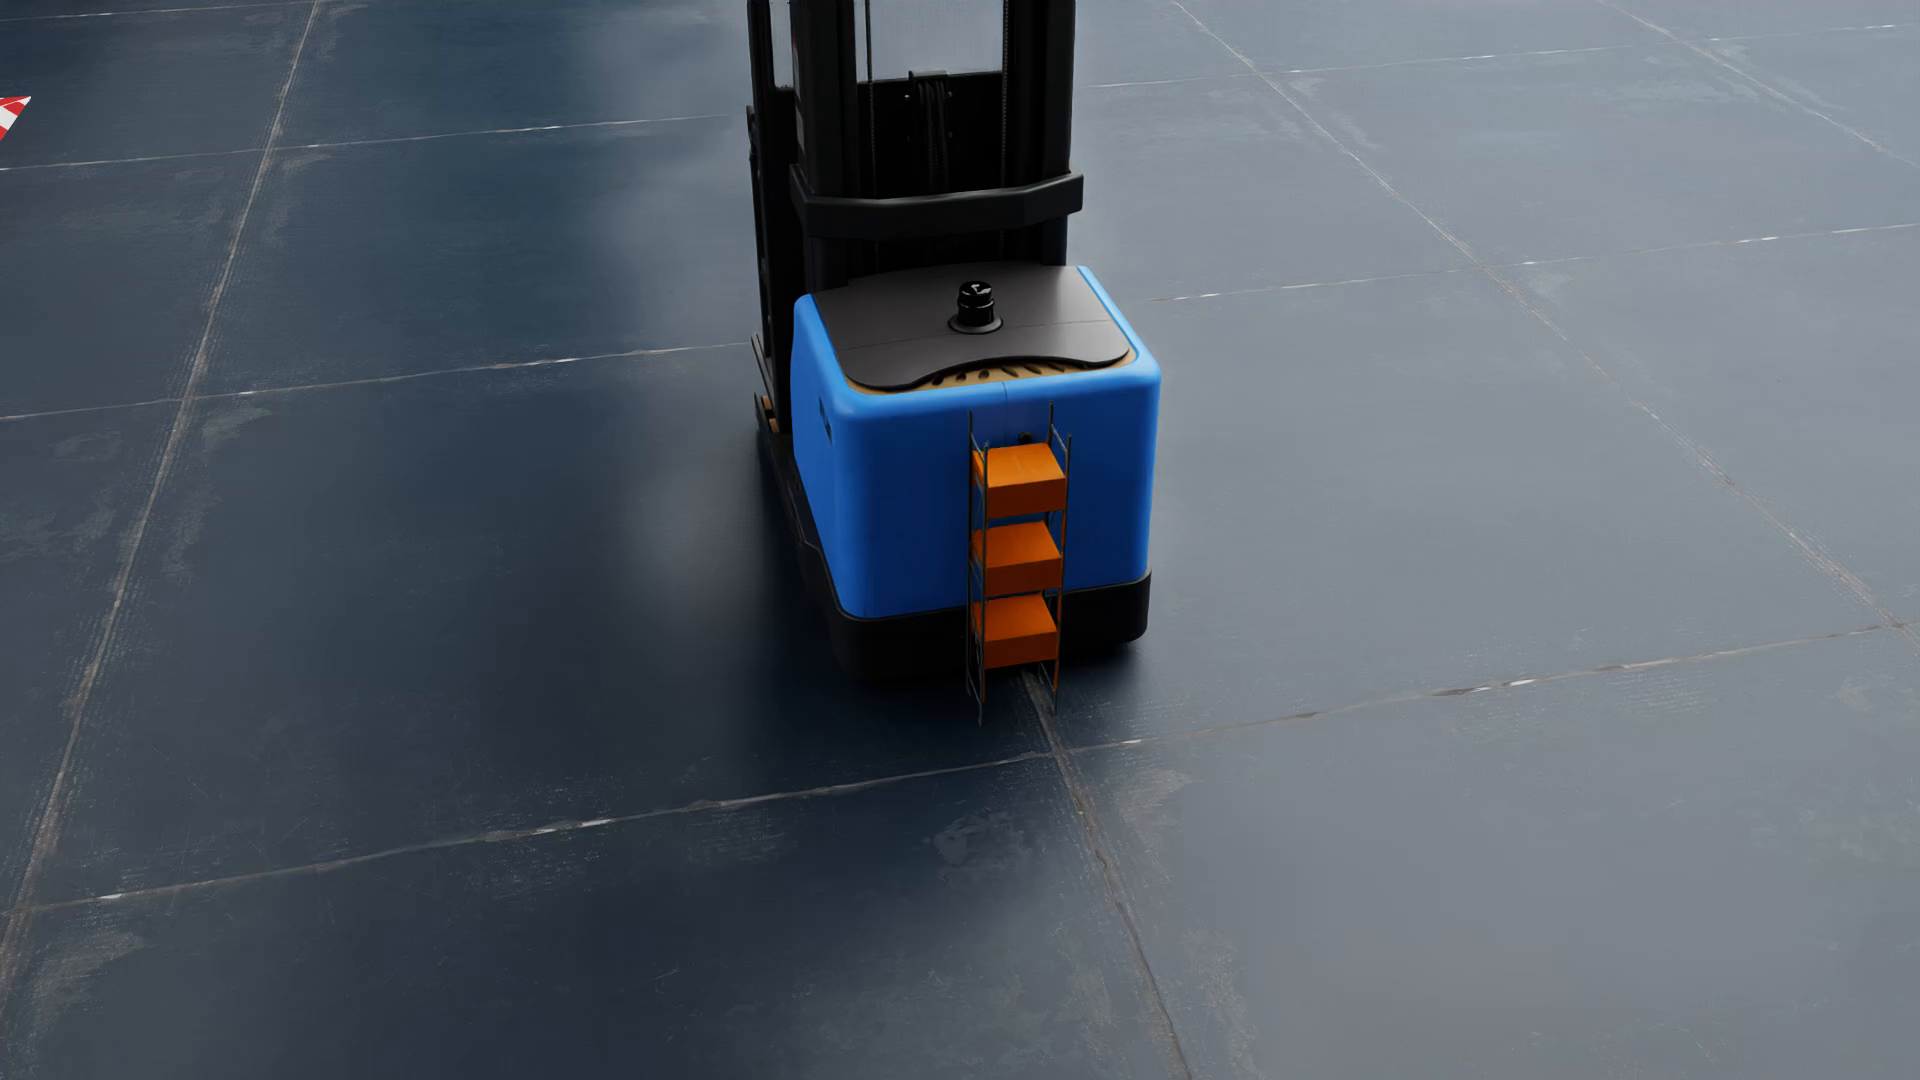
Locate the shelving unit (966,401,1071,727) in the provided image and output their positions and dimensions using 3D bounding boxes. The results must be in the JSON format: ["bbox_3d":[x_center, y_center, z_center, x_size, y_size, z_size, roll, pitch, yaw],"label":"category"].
[{"bbox_3d":[0.168,0.093,5.076,0.252,1.050,0.215,-8,36,-11],"label":"shelving unit"}]

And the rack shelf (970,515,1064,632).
[{"bbox_3d":[0.168,0.102,5.082,0.240,0.259,0.215,-8,36,-11],"label":"rack shelf"}]

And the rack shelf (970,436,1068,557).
[{"bbox_3d":[0.169,-0.130,4.918,0.240,0.259,0.215,-8,36,-11],"label":"rack shelf"}]

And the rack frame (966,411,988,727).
[{"bbox_3d":[0.049,0.109,5.053,0.008,1.050,0.200,-8,36,-11],"label":"rack frame"}]

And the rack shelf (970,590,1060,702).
[{"bbox_3d":[0.166,0.329,5.242,0.240,0.259,0.215,-8,36,-11],"label":"rack shelf"}]

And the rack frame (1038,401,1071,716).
[{"bbox_3d":[0.286,0.078,5.099,0.008,1.050,0.200,-8,36,-11],"label":"rack frame"}]

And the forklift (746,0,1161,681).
[{"bbox_3d":[-0.215,-1.580,5.886,1.130,2.935,3.031,-8,35,-11],"label":"forklift"}]
